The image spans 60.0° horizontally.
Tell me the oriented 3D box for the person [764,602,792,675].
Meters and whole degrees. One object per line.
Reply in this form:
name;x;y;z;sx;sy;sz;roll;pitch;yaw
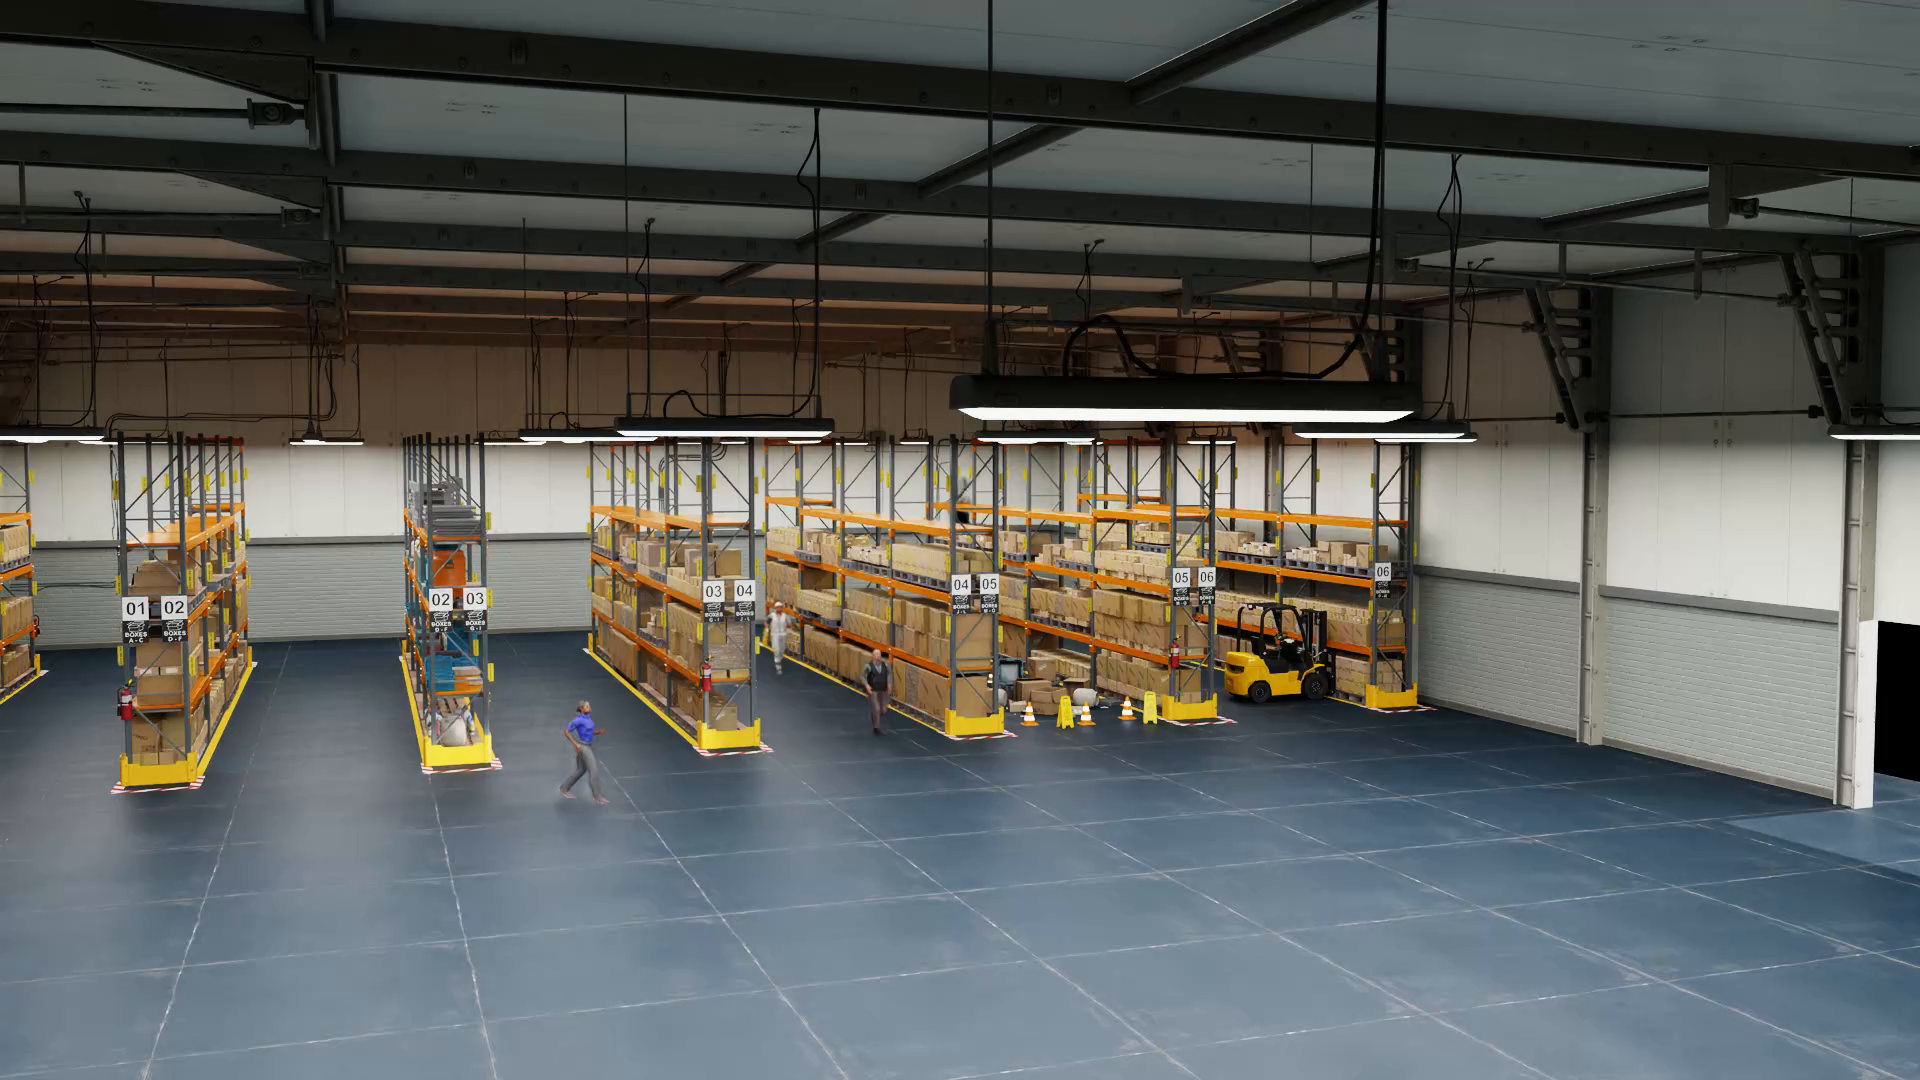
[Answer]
person;-4.591;2.462;42.140;0.660;1.787;0.976;-1;3;-20

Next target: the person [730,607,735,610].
person;-6.094;2.321;45.873;0.638;1.733;0.657;-1;3;-21

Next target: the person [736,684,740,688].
person;-5.490;2.667;40.031;0.584;1.726;0.784;-1;3;-21

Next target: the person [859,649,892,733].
person;-1.693;3.028;33.481;0.695;1.670;0.687;-1;3;-25

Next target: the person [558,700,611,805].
person;-6.034;3.399;26.658;0.885;1.682;0.562;0;3;1
